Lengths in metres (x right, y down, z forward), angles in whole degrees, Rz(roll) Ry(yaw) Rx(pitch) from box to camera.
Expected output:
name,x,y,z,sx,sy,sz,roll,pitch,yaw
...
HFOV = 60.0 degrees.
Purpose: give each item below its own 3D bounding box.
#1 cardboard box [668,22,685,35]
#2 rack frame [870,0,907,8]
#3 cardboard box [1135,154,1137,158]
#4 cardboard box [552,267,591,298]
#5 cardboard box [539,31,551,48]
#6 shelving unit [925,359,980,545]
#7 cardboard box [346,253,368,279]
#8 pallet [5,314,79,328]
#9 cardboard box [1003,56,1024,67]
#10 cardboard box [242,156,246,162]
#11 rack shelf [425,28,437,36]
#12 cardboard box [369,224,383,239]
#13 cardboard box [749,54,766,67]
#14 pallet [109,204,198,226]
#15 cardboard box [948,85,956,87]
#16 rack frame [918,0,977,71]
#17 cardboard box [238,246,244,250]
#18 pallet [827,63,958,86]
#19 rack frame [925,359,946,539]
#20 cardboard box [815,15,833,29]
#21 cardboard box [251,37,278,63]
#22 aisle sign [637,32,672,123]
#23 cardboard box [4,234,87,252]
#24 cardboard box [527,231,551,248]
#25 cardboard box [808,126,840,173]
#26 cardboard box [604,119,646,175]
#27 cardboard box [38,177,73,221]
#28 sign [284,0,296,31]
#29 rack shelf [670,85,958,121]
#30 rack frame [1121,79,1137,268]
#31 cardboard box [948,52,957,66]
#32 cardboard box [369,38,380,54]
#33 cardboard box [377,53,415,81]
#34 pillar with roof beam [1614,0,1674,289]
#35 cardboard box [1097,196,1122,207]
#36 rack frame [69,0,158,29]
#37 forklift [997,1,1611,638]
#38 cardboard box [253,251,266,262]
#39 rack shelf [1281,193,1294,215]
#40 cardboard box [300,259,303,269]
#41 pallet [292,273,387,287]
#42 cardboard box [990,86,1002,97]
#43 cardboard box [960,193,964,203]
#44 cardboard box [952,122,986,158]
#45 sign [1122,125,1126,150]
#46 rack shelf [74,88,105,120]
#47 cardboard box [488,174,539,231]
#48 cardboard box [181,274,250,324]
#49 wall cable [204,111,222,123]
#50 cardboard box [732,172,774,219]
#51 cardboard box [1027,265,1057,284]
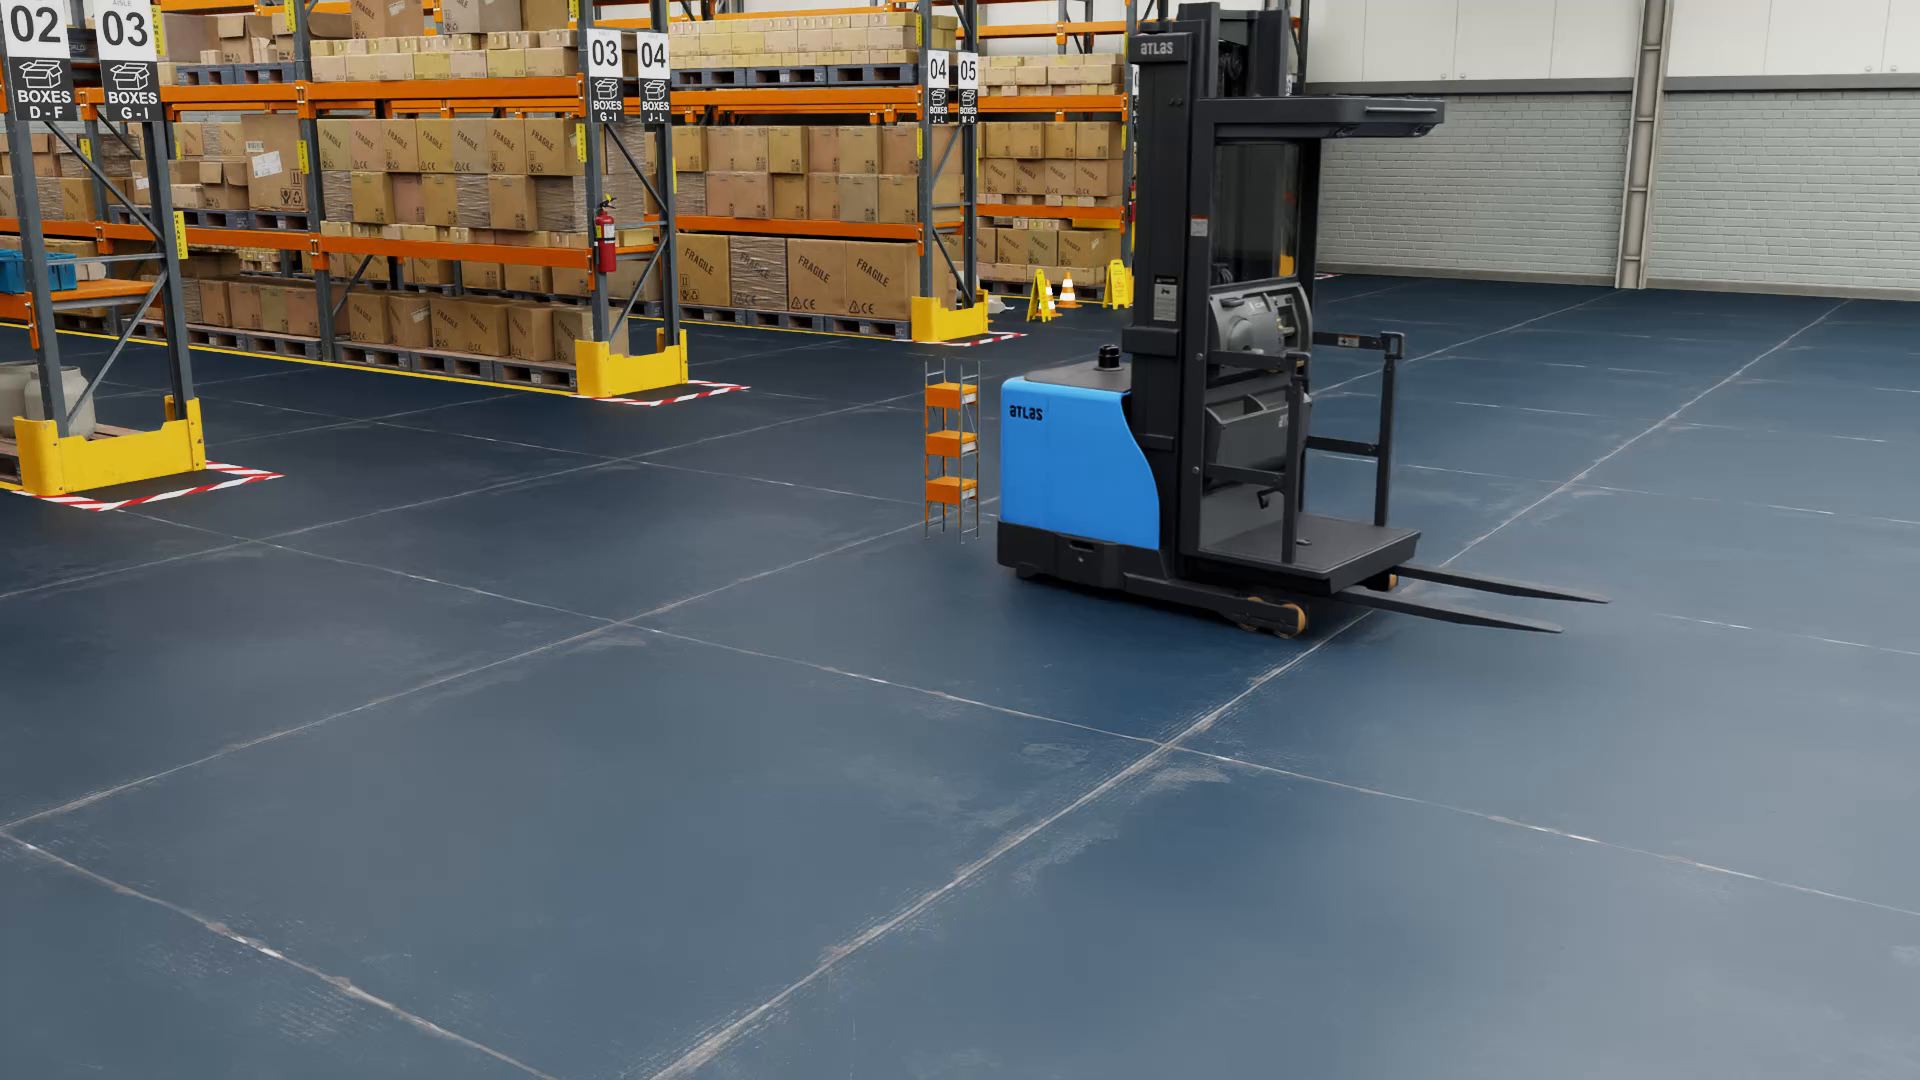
name,x,y,z,sx,sy,sz,roll,pitch,yaw
cardboard box,-3.339,-6.234,20.302,0.250,0.149,0.380,9,17,33
rack frame,-1.325,-9.816,30.749,0.127,3.000,1.000,9,17,33
cardboard box,3.158,-6.458,28.112,0.250,0.149,0.380,9,16,31
cardboard box,-4.815,-3.684,22.271,0.750,0.750,1.050,9,17,33
cardboard box,-3.539,-4.475,14.898,0.250,0.149,0.380,9,16,31
shelving unit,-0.044,-0.517,9.726,0.252,1.050,0.215,9,17,33
cardboard box,-8.742,-4.150,24.673,0.500,0.500,0.500,10,17,34
pallet,-11.243,-2.869,20.972,1.213,0.211,1.003,9,17,33
cardboard box,0.810,-6.747,23.459,0.250,0.149,0.380,10,17,34
cardboard box,-10.649,-5.651,25.582,0.500,0.500,0.500,9,17,33
rack shelf,-9.070,-9.087,30.134,4.000,0.370,1.077,9,17,33
cardboard box,-5.657,-3.095,16.605,0.250,0.149,0.380,9,17,33
cardboard box,-2.281,-5.676,19.709,0.250,0.149,0.380,9,17,33
pallet,-8.972,-3.770,19.211,1.003,0.211,1.213,9,17,33
cardboard box,-0.127,-6.724,24.194,0.500,0.250,0.500,9,17,32
rack frame,-0.132,-6.752,18.373,0.127,3.000,1.000,9,17,33
cardboard box,-11.147,-4.663,26.238,0.250,0.149,0.380,10,17,35
pallet,-0.754,-5.351,19.138,1.213,0.211,1.003,9,17,33
rack frame,-0.146,-0.533,9.792,0.008,1.050,0.200,9,17,33
cardboard box,-1.442,-5.928,19.065,0.250,0.149,0.380,9,17,33
cardboard box,-7.139,-5.102,17.355,0.258,0.266,0.396,10,17,35
aisle sign,-2.765,-4.178,15.050,0.004,0.787,0.394,9,17,33
cardboard box,-10.919,-3.328,20.573,0.875,0.875,1.225,9,17,33
cardboard box,-3.779,-2.797,15.402,0.250,0.149,0.380,9,17,33
cardboard box,-1.315,-4.652,19.815,0.550,0.550,0.875,9,17,33
cardboard box,-3.289,-3.671,15.503,0.500,0.500,0.500,9,17,33
cardboard box,-10.581,-4.071,19.818,0.500,0.500,0.500,9,17,32
sign,-6.610,-5.188,16.402,0.005,0.325,0.100,9,17,33
rack shelf,-1.792,-5.215,19.904,4.000,0.370,1.077,9,17,33
rack frame,2.546,-4.841,23.136,0.127,3.000,1.000,9,17,33
cardboard box,-0.238,-5.537,19.146,0.250,0.149,0.380,9,17,33
cardboard box,-5.506,-4.786,16.154,0.250,0.149,0.380,10,17,34
cardboard box,-5.225,-4.534,15.968,0.500,0.250,0.500,8,16,31
pillar with roof beam,7.815,-7.353,20.800,0.400,9.000,9.100,9,17,33
cardboard box,2.117,-4.726,23.197,0.250,0.149,0.380,10,17,35
rack frame,-9.623,-6.850,18.767,0.127,3.000,1.000,9,17,33
forklift,1.663,-1.096,8.152,3.031,2.935,1.130,11,18,38
cardboard box,-10.760,-4.427,25.903,0.250,0.149,0.380,8,16,30
rack shelf,3.654,-5.750,28.306,4.000,0.370,1.077,9,17,33
cardboard box,-10.212,-4.382,26.343,0.250,0.149,0.380,8,16,30
pallet,-9.443,-3.992,25.510,1.213,0.211,1.003,9,17,33
cardboard box,0.630,-6.413,23.769,0.250,0.149,0.380,9,17,33
cardboard box,0.210,-5.026,24.409,0.250,0.149,0.380,9,17,33
cardboard box,0.285,-5.808,24.134,0.500,0.500,0.700,9,16,32
sign,2.220,-5.448,22.523,0.005,0.325,0.100,9,17,33
rack shelf,-11.282,-5.313,20.297,4.000,0.370,1.077,9,17,33
cardboard box,-3.907,-3.180,15.600,0.500,0.500,0.875,9,17,33
cardboard box,-8.588,-2.780,19.098,0.500,0.500,0.700,8,16,28
wall cable,-15.422,-8.246,34.714,0.123,1.953,0.585,9,17,33
cardboard box,-2.287,-4.237,20.386,0.550,0.550,0.875,9,17,33
cardboard box,1.300,-3.836,23.924,0.500,0.250,0.500,9,17,33
